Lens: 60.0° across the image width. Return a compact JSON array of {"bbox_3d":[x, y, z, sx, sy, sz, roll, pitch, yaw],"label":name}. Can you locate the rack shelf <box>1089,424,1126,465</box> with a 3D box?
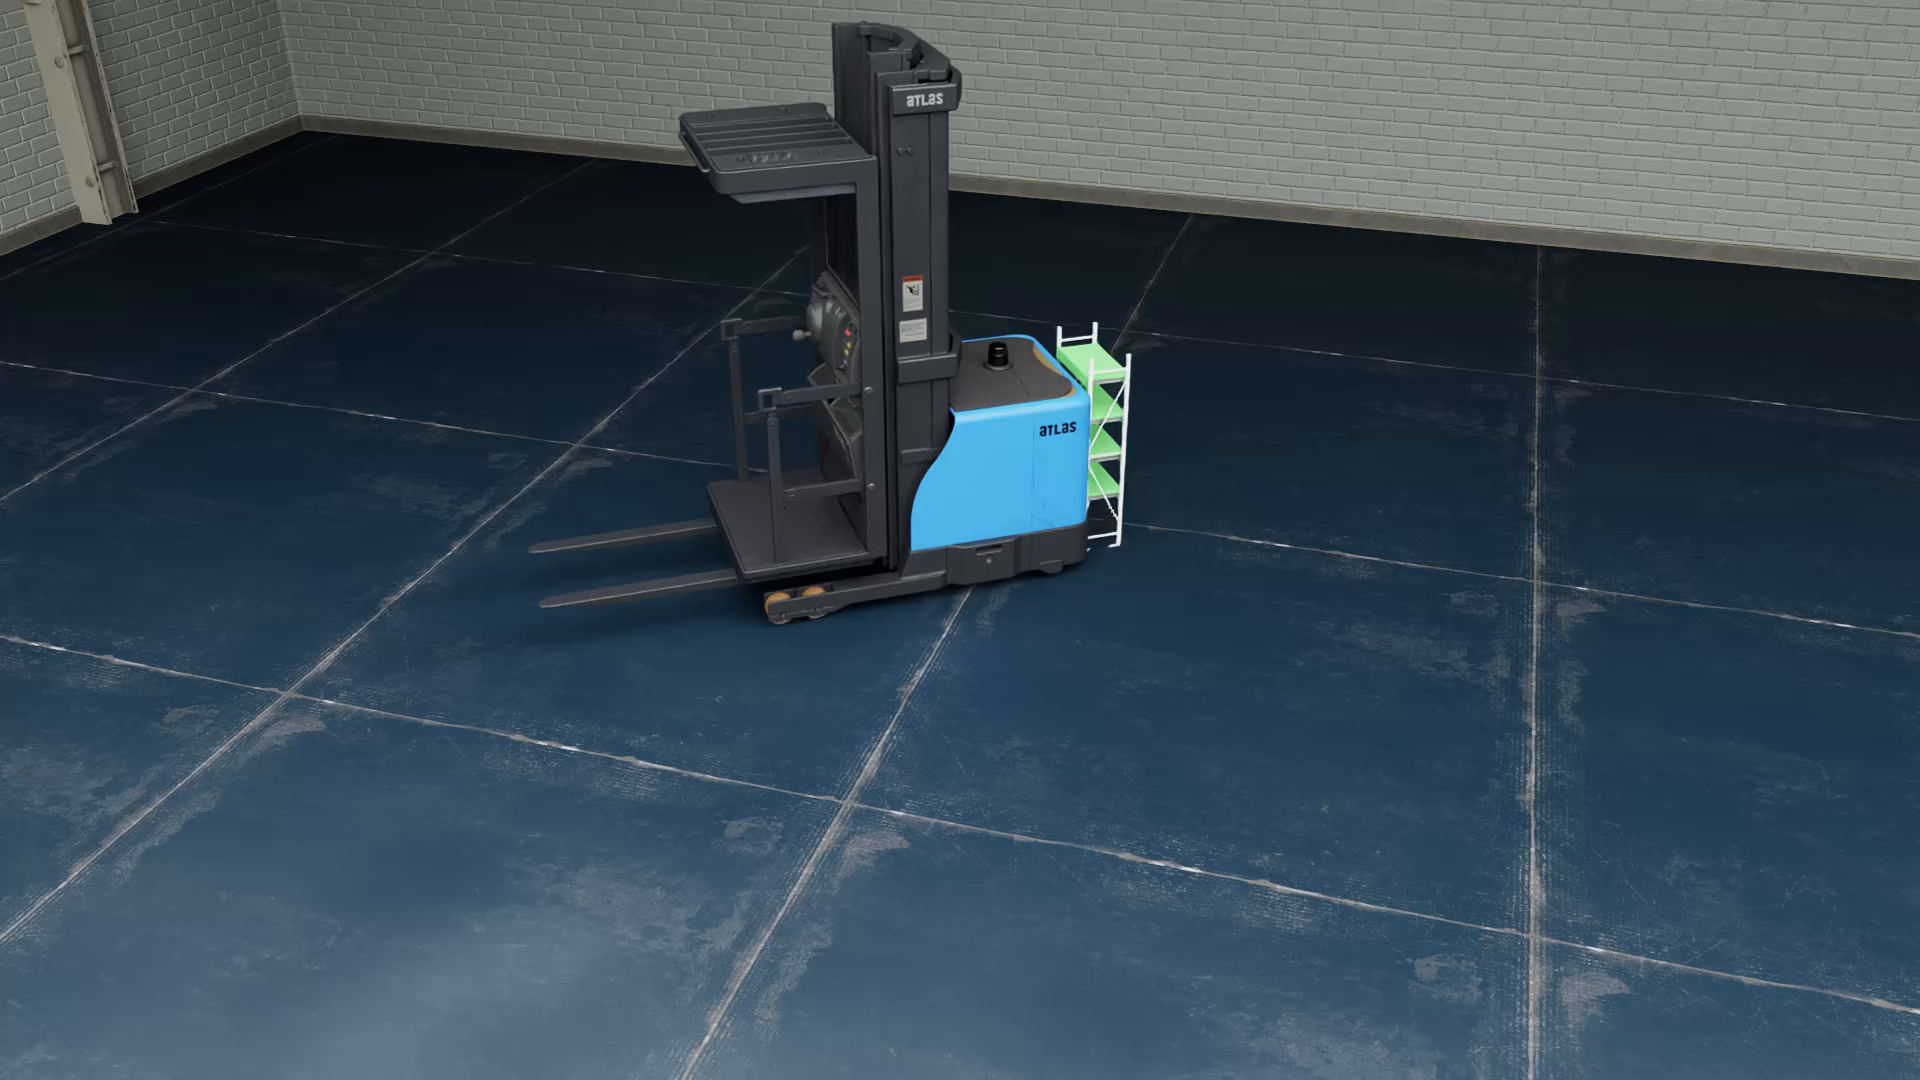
[{"bbox_3d":[0.744,-0.535,9.608,0.258,0.148,0.480,-9,30,-16],"label":"rack shelf"}]

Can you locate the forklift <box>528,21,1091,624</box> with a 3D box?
[{"bbox_3d":[-0.851,-1.118,8.744,3.031,2.935,1.130,-9,30,-16],"label":"forklift"}]

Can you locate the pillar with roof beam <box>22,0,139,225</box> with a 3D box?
[{"bbox_3d":[-3.550,-6.236,11.703,9.100,9.000,0.400,8,30,15],"label":"pillar with roof beam"}]

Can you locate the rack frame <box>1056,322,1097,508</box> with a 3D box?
[{"bbox_3d":[0.669,-0.704,9.780,0.240,1.200,0.015,-9,30,-16],"label":"rack frame"}]

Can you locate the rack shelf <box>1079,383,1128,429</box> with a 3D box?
[{"bbox_3d":[0.745,-0.745,9.492,0.258,0.148,0.480,-9,30,-16],"label":"rack shelf"}]

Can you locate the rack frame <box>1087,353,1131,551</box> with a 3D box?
[{"bbox_3d":[0.820,-0.478,9.375,0.240,1.200,0.015,-9,30,-16],"label":"rack frame"}]

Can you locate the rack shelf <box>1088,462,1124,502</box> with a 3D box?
[{"bbox_3d":[0.744,-0.325,9.725,0.258,0.148,0.480,-9,30,-16],"label":"rack shelf"}]

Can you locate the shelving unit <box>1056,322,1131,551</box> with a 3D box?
[{"bbox_3d":[0.744,-0.591,9.577,0.258,1.200,0.503,-9,30,-16],"label":"shelving unit"}]

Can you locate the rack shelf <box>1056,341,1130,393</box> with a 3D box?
[{"bbox_3d":[0.745,-0.955,9.375,0.258,0.148,0.480,-9,30,-16],"label":"rack shelf"}]
